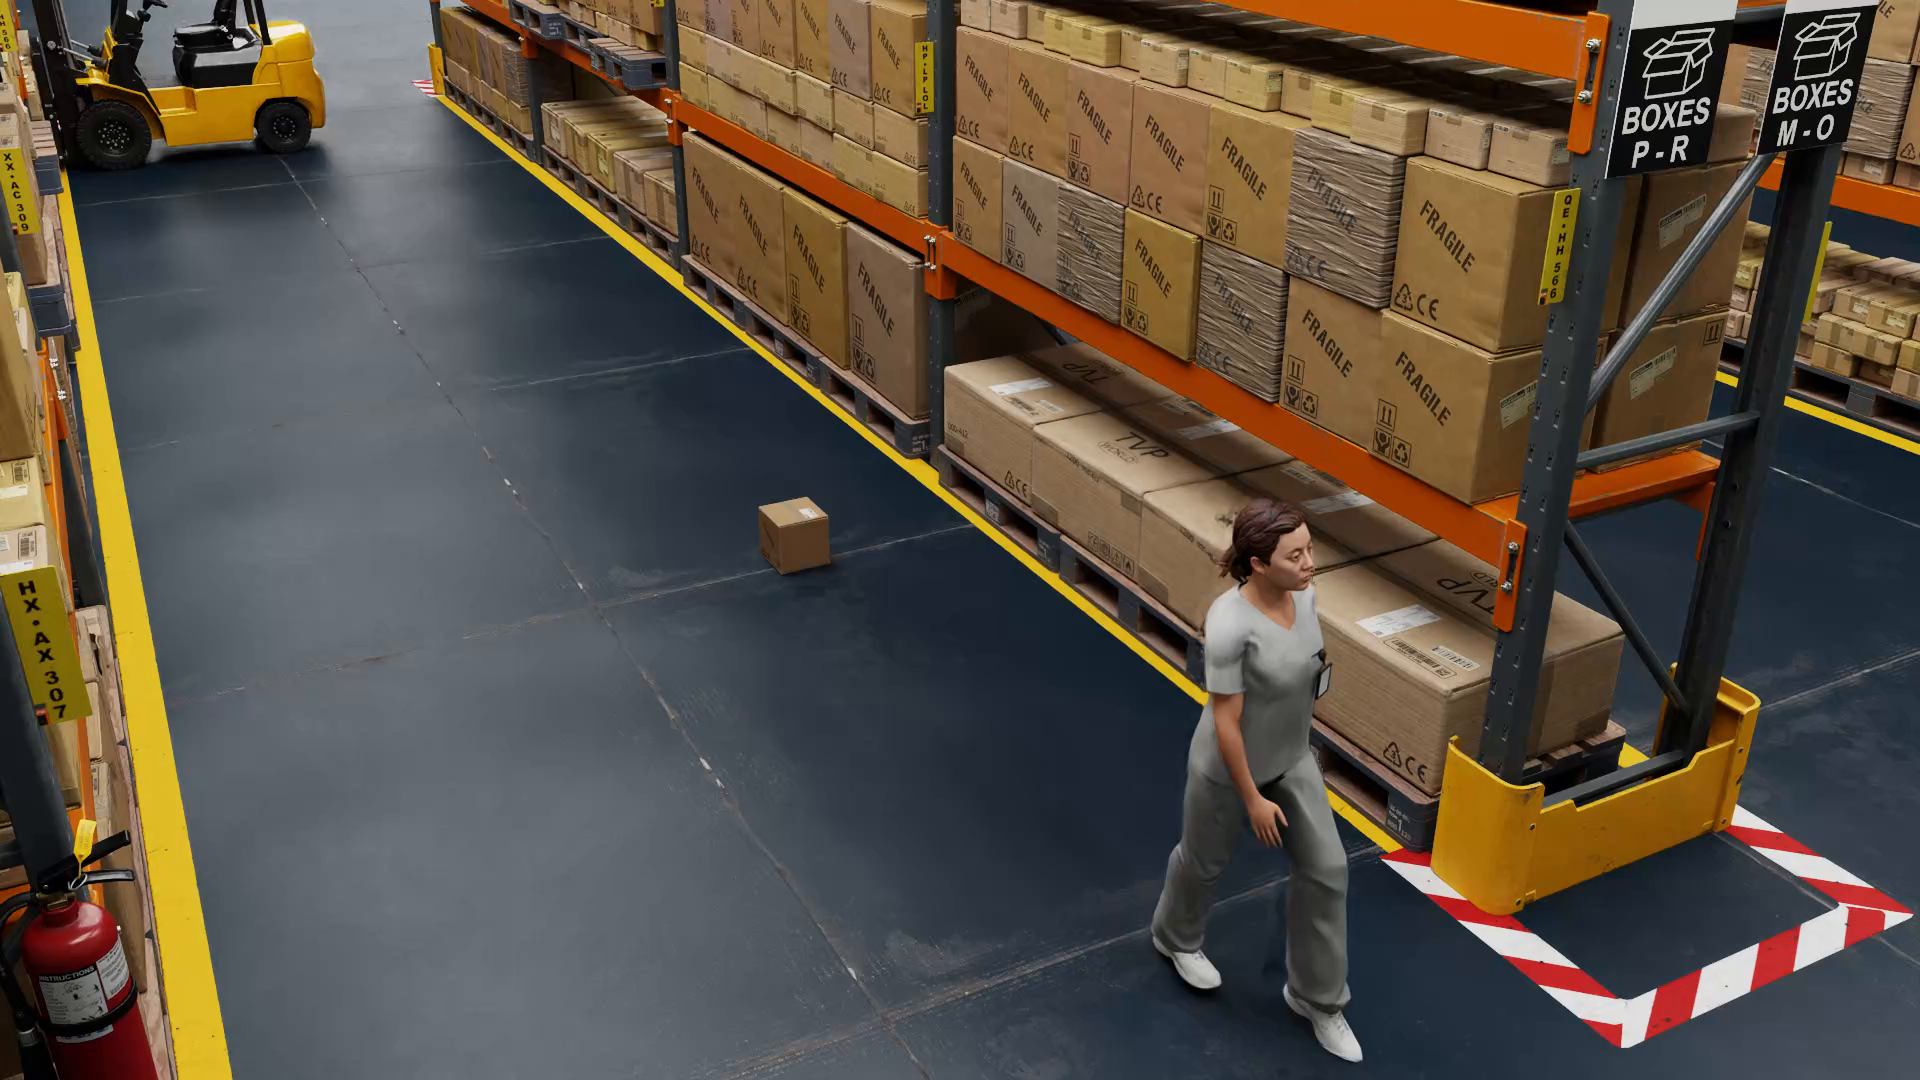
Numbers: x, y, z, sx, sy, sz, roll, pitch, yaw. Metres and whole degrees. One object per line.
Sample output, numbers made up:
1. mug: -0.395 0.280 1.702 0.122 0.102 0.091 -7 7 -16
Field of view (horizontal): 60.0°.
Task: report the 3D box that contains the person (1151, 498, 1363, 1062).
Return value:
1. person: 0.871 0.680 4.727 0.462 1.698 0.741 -17 30 -31
